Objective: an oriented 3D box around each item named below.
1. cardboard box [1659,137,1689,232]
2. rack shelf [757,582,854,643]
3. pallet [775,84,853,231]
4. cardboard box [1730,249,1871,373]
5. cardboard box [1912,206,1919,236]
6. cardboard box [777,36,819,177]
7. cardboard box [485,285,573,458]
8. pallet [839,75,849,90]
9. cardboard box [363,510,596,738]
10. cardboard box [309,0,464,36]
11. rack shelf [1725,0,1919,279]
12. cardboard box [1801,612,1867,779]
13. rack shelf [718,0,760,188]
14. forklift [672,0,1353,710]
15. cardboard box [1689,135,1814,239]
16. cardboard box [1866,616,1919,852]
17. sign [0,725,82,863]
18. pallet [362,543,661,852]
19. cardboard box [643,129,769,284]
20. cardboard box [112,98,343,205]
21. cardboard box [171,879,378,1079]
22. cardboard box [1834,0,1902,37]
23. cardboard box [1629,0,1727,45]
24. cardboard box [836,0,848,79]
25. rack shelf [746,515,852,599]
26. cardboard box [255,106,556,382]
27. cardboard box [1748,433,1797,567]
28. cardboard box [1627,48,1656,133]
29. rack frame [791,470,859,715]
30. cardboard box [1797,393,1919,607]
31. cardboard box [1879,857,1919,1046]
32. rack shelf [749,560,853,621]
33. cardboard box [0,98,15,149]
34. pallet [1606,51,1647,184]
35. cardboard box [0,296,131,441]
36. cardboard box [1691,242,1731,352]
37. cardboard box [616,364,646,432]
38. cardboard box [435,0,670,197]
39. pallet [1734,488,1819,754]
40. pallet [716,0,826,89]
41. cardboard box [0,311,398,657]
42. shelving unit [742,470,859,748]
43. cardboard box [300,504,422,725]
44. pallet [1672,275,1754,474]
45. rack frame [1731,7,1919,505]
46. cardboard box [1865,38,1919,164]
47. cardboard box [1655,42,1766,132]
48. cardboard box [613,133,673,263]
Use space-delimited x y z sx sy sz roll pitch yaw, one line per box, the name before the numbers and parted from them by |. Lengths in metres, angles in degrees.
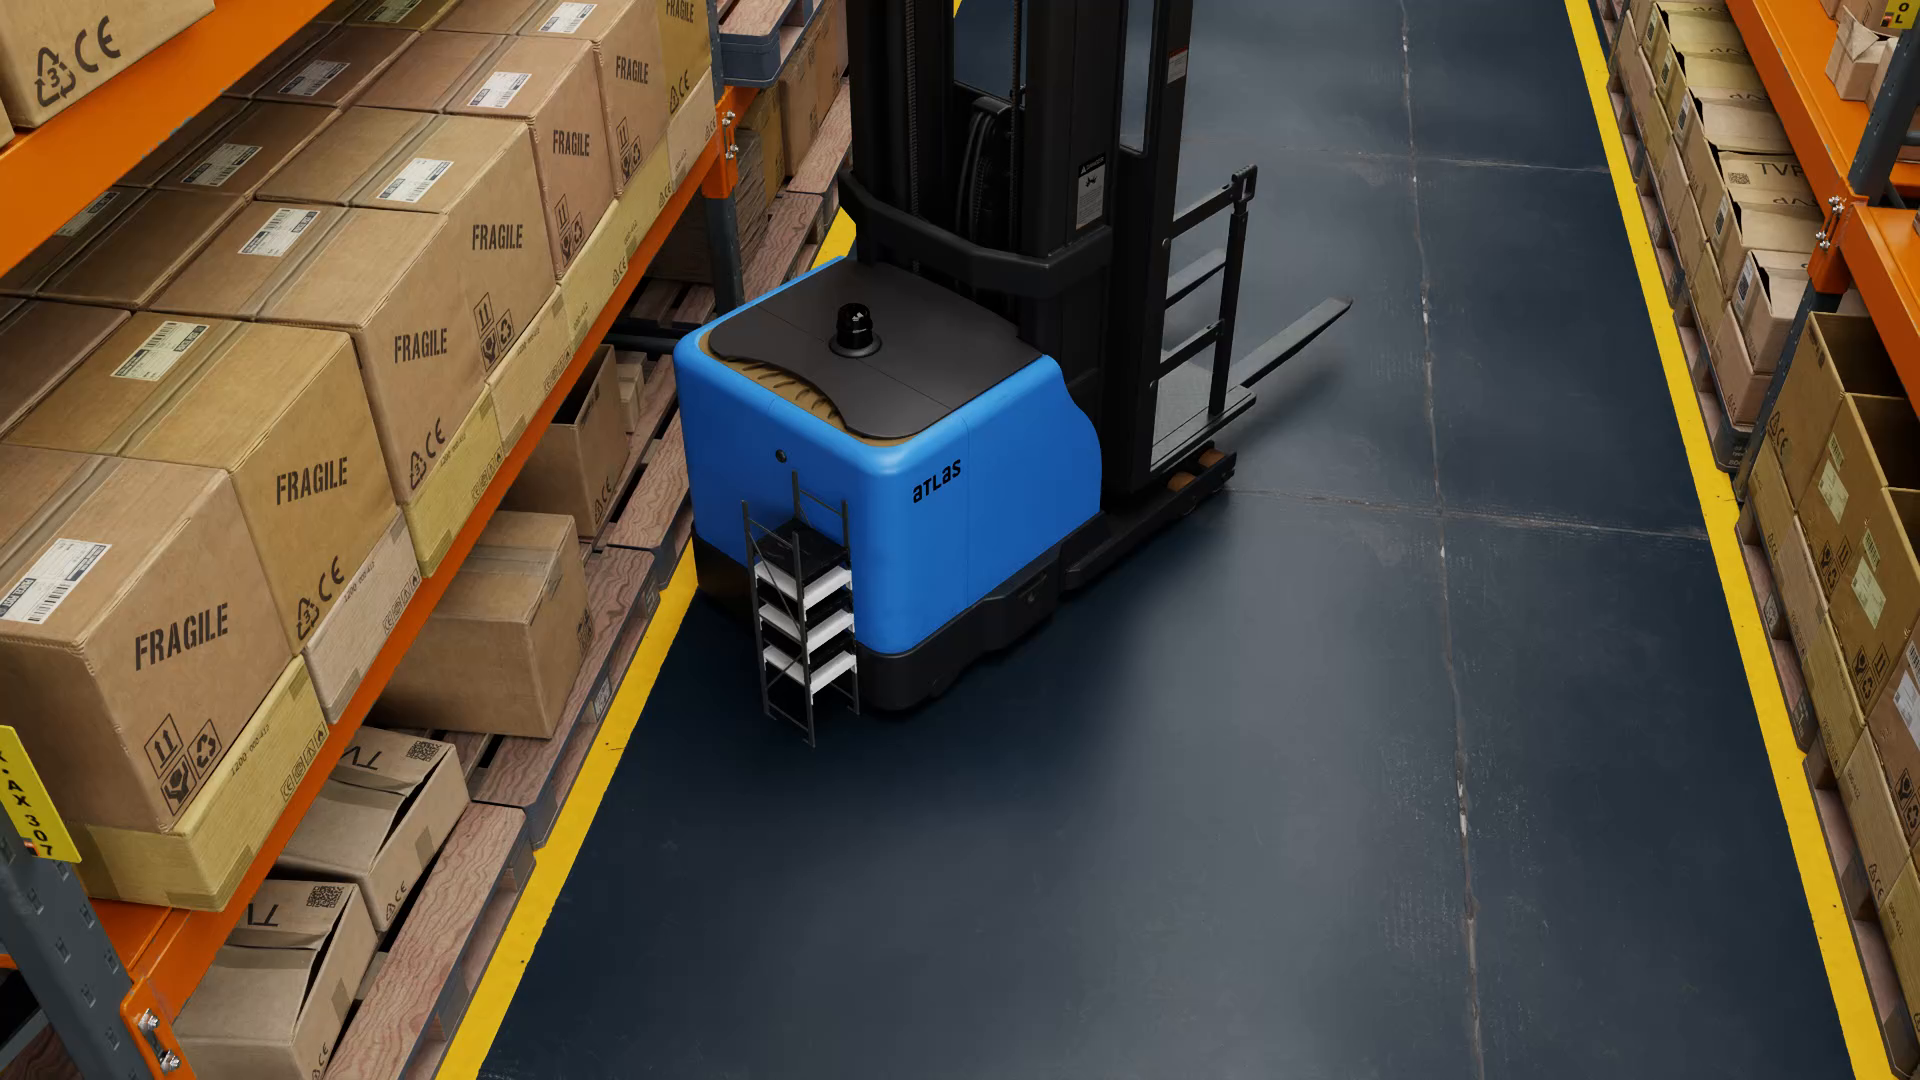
cardboard box | 3.556 -1.630 7.696 0.500 0.250 0.500 7 40 9
rack shelf | -0.495 0.188 5.227 0.258 0.077 0.200 30 48 31
pallet | -1.035 -2.004 8.508 1.003 0.211 1.213 6 40 8
cardboard box | 3.291 -0.882 6.351 0.500 0.311 0.500 6 40 8
cardboard box | 3.432 -1.038 5.073 0.700 0.500 0.500 5 40 7
cardboard box | -1.098 -2.138 8.098 0.700 0.500 0.500 7 40 8
cardboard box | -1.412 -0.497 4.599 0.500 0.250 0.500 7 40 8
pallet | -0.821 -2.768 9.432 1.003 0.211 1.213 6 40 8
cardboard box | -1.586 0.245 5.216 0.700 0.500 0.500 4 40 5
cardboard box | -1.757 -1.465 5.181 0.500 0.500 0.500 6 40 7
rack shelf | 3.849 -2.256 7.189 1.077 0.370 4.000 6 40 8
cardboard box | 2.941 0.504 5.115 0.500 0.250 0.500 6 40 8
rack shelf | -1.031 -2.800 7.847 1.077 0.370 4.000 6 40 8
forklift | 0.422 -1.423 5.671 1.130 2.935 3.031 30 48 31
cardboard box | 3.463 -1.523 7.126 0.500 0.311 0.500 6 40 8
cardboard box | 2.857 0.529 4.496 0.500 0.500 0.500 6 40 8
sign | -1.534 0.414 2.716 0.100 0.325 0.005 6 40 8
pallet | -1.667 0.446 5.545 1.003 0.211 1.213 6 40 8
cardboard box | -1.266 -1.492 7.317 0.700 0.500 0.500 8 40 9
cardboard box | -1.927 -0.826 4.408 0.500 0.500 0.500 7 40 8
cardboard box | -1.860 1.131 4.293 0.500 0.311 0.500 2 40 3
cardboard box | 3.743 -2.128 6.391 0.500 0.500 0.500 9 40 11
cardboard box | 3.815 -2.811 8.684 0.500 0.311 0.500 8 40 9
cardboard box | -0.961 -2.771 8.864 0.700 0.500 0.500 6 40 8
rack shelf | -0.495 0.050 5.112 0.258 0.077 0.200 30 48 31
cardboard box | -1.422 -0.775 4.347 0.500 0.500 0.500 8 40 9
cardboard box | 3.124 -0.123 5.873 0.500 0.250 0.500 6 40 8
cardboard box | 3.729 -2.279 8.481 0.500 0.250 0.500 5 40 6
rack frame | -0.426 0.184 5.321 0.240 0.900 0.006 30 48 31
cardboard box | 3.036 -0.098 5.255 0.500 0.500 0.500 6 40 8
cardboard box | 2.772 1.132 4.356 0.500 0.250 0.500 6 40 8
rack shelf | -0.495 0.119 5.170 0.258 0.077 0.200 30 48 31
cardboard box | -1.765 -0.696 2.290 0.500 0.500 0.500 7 40 9
pallet | 4.014 -2.202 8.747 1.003 0.211 1.213 6 40 8
cardboard box | -2.100 -0.185 3.633 0.500 0.500 0.500 7 40 8
cardboard box | 3.378 -0.990 6.922 0.500 0.250 0.500 6 40 7
cardboard box | -1.440 -0.561 6.452 0.380 0.166 0.250 2 40 2
cardboard box | -1.235 -1.416 5.123 0.500 0.500 0.500 6 40 7
pallet | 3.324 0.291 5.733 1.003 0.211 1.213 6 40 8
pallet | -1.101 -2.212 6.722 1.003 0.211 1.213 6 40 8
cardboard box | -1.595 -0.126 3.562 0.500 0.500 0.500 7 40 8
shelving unit | -0.495 0.232 5.263 0.258 0.900 0.210 30 48 31
cardboard box | -1.596 0.140 3.829 0.500 0.250 0.500 5 40 6
pallet | 3.592 -0.670 6.895 1.003 0.211 1.213 6 40 8
rack frame | 3.503 -1.278 5.442 1.000 3.000 0.127 6 40 8
cardboard box | 3.545 -1.534 5.869 0.500 0.250 0.500 9 40 10
cardboard box | 3.642 -2.160 7.897 0.500 0.311 0.500 5 40 6
cardboard box | -1.254 -1.130 5.364 0.500 0.250 0.500 7 40 8
